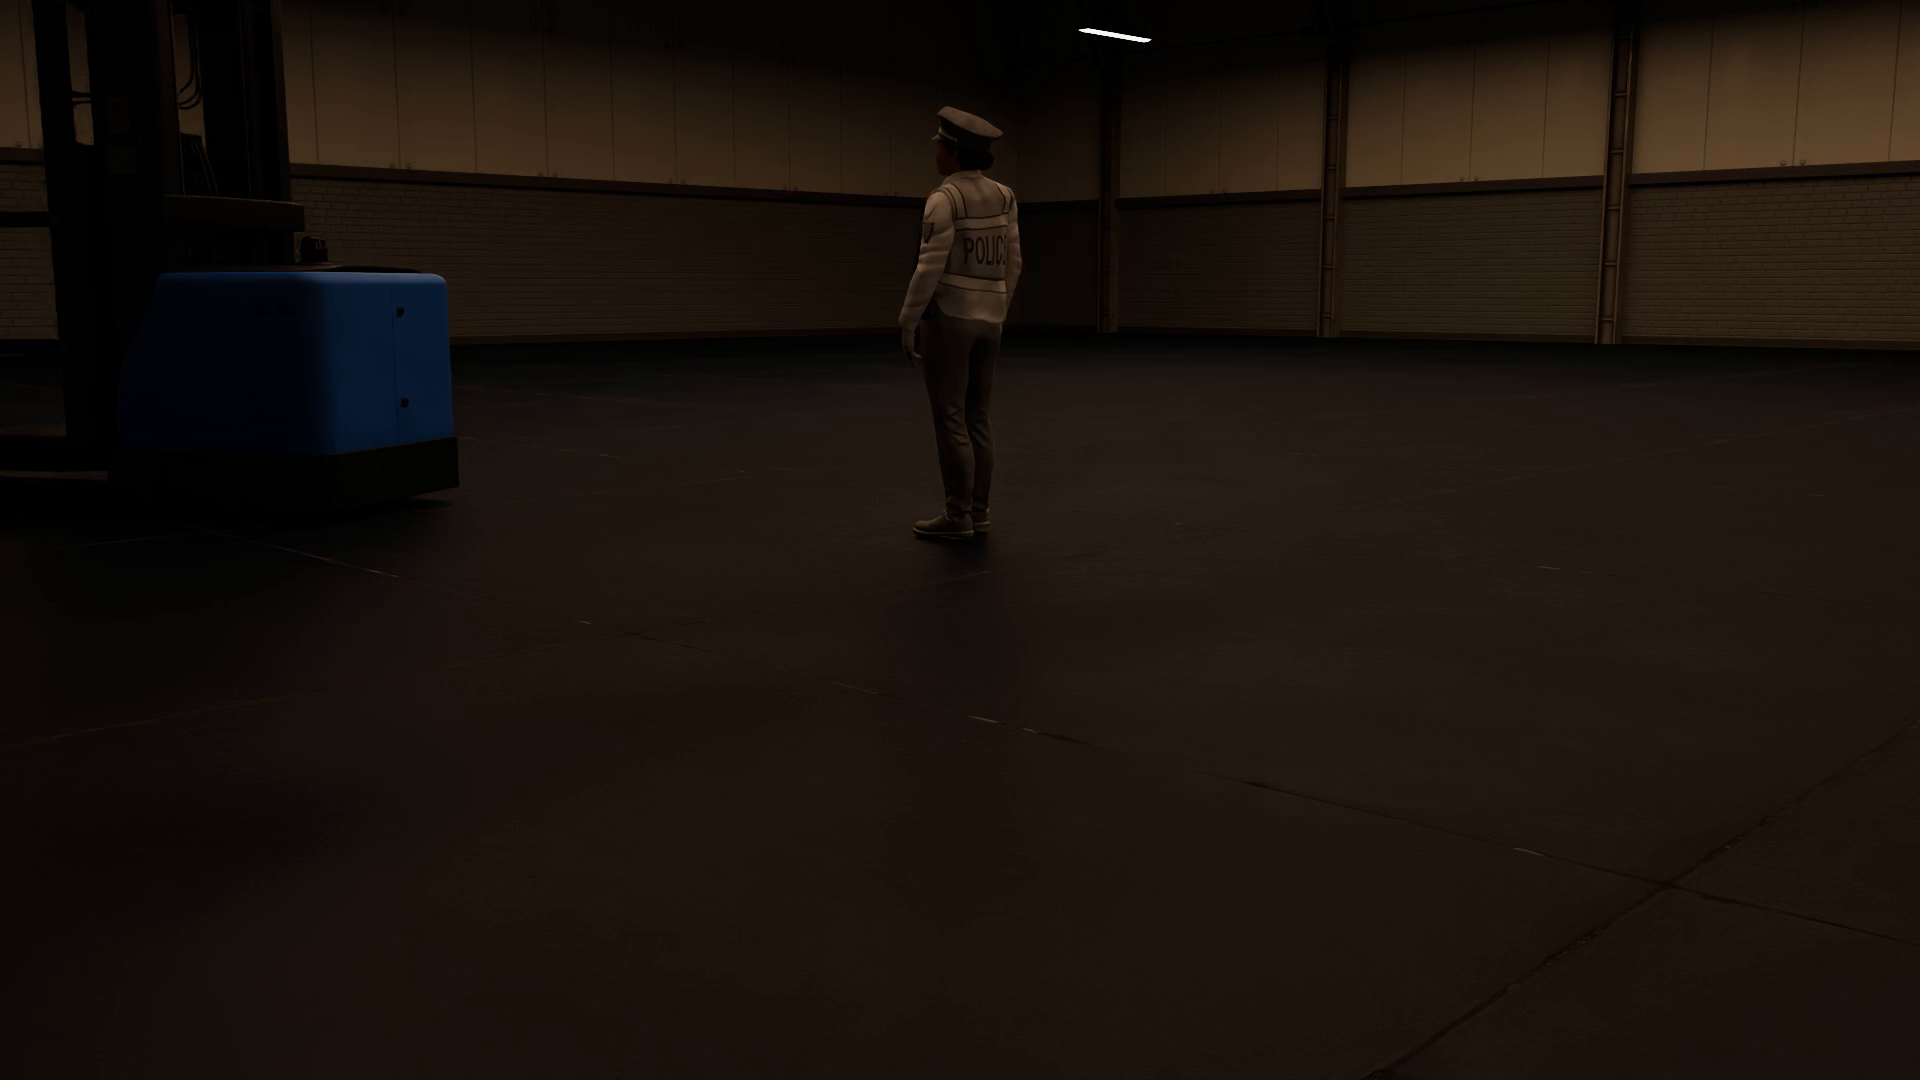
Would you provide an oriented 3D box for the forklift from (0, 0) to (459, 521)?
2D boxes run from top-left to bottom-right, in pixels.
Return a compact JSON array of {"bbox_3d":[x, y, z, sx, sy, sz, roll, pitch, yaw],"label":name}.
[{"bbox_3d":[-3.966,-1.630,7.701,3.031,2.935,1.130,2,9,16],"label":"forklift"}]

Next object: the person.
[{"bbox_3d":[-0.045,-0.853,6.642,0.531,1.695,0.587,8,12,43],"label":"person"}]
